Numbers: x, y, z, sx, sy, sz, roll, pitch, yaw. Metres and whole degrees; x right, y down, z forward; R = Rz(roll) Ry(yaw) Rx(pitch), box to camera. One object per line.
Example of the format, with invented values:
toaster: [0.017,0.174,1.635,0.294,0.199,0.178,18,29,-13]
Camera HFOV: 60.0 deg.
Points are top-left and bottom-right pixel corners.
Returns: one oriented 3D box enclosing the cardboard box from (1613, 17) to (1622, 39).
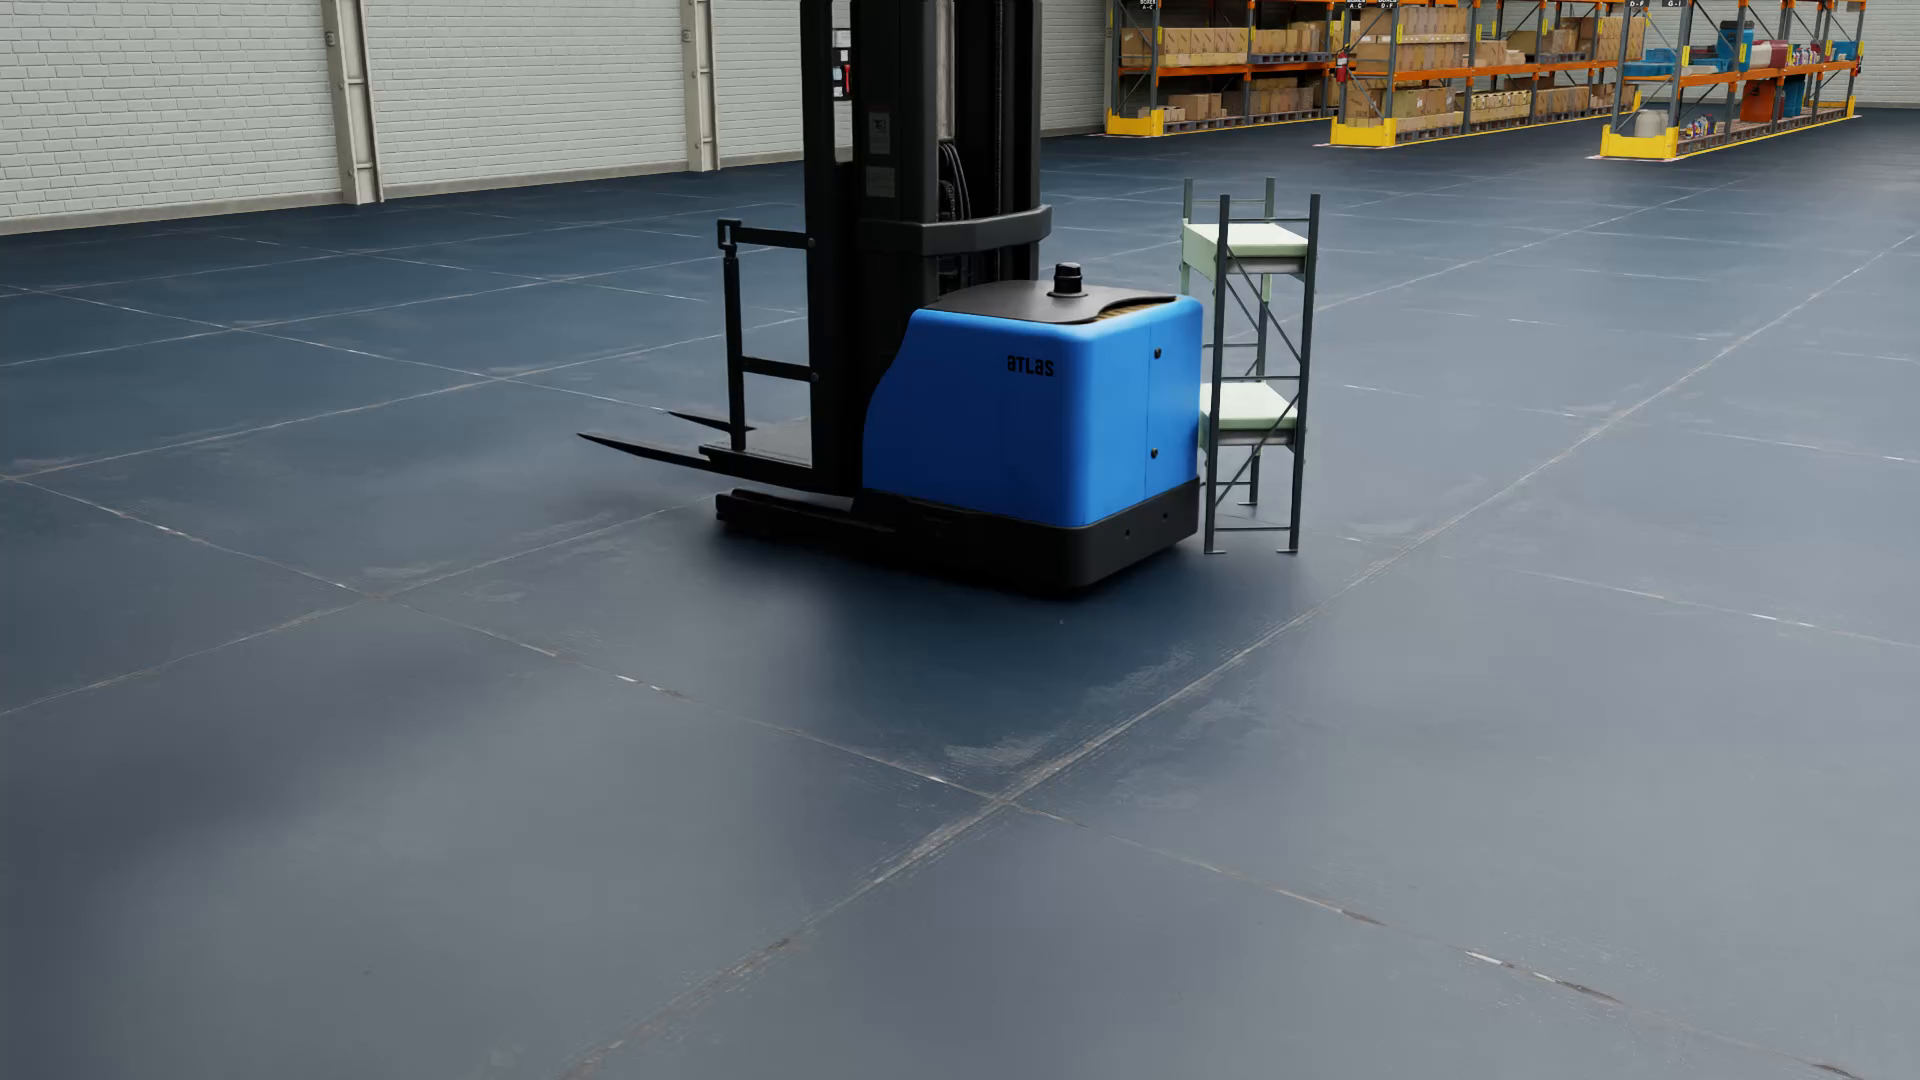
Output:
cardboard box: [15.750,-12.464,40.468,0.500,0.500,0.500,12,21,33]

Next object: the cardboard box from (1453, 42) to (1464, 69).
cardboard box: [9.604,-9.667,33.145,0.700,0.500,0.500,12,21,33]

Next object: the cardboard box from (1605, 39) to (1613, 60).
cardboard box: [15.455,-11.875,40.255,0.500,0.500,0.500,13,21,36]

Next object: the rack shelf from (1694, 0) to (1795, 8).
rack shelf: [15.030,-10.415,31.878,1.077,0.370,4.000,12,21,35]

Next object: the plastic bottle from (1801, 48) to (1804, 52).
plastic bottle: [18.205,-10.480,36.017,0.144,0.351,0.185,12,21,35]

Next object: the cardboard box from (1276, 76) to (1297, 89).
cardboard box: [7.489,-10.622,38.599,0.500,0.250,0.500,13,21,36]

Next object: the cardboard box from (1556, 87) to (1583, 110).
cardboard box: [14.264,-10.363,39.029,0.500,0.500,0.500,13,21,35]

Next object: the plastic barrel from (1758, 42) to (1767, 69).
plastic barrel: [15.530,-9.472,32.500,0.421,0.512,0.421,0,17,0]

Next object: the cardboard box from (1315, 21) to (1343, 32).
cardboard box: [8.760,-12.180,39.438,0.500,0.250,0.500,13,22,36]

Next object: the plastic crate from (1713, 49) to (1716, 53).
plastic crate: [14.246,-9.159,31.708,0.392,0.384,0.575,12,21,35]

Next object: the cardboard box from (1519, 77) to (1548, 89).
cardboard box: [13.251,-10.576,38.450,0.500,0.250,0.500,12,21,34]

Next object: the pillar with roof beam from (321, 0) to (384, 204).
pillar with roof beam: [-4.046,-7.784,17.136,9.100,9.000,0.400,12,21,35]

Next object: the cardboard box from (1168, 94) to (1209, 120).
cardboard box: [4.800,-9.114,35.008,0.700,0.500,0.500,11,20,31]

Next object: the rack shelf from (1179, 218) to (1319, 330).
rack shelf: [1.213,-1.144,7.083,0.431,0.370,0.720,-1,17,-4]

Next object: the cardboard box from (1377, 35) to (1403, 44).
cardboard box: [7.886,-9.186,30.504,0.380,0.149,0.250,12,21,34]

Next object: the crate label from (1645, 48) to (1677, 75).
crate label: [12.335,-8.400,29.175,0.502,0.435,0.616,12,21,35]

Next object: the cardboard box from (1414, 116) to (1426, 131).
cardboard box: [8.571,-7.987,31.835,0.500,0.250,0.500,12,21,35]

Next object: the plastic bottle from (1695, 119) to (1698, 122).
plastic bottle: [13.282,-7.447,30.006,0.061,0.283,0.133,12,21,35]

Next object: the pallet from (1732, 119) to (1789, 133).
pallet: [16.658,-8.666,34.792,1.003,0.211,1.213,12,21,35]

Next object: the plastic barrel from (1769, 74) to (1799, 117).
plastic barrel: [17.846,-9.658,36.117,0.600,0.901,0.708,12,21,35]

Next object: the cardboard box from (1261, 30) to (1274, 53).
cardboard box: [6.552,-11.105,37.035,0.700,0.500,0.500,15,23,40]

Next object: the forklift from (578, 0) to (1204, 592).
forklift: [-0.466,-1.524,7.211,3.031,2.935,1.130,12,21,34]

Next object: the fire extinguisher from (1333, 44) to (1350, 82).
fire extinguisher: [7.036,-8.790,30.621,0.296,0.674,0.183,12,21,35]

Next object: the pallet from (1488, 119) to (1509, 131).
pallet: [10.997,-8.868,35.445,1.003,0.211,1.213,12,21,35]

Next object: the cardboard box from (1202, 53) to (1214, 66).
cardboard box: [4.954,-10.012,34.645,0.500,0.250,0.500,13,21,35]

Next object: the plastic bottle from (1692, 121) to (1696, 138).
plastic bottle: [12.935,-7.237,29.329,0.061,0.283,0.133,13,21,36]

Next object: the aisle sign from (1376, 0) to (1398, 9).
aisle sign: [7.686,-9.945,29.826,0.394,0.787,0.004,12,21,35]

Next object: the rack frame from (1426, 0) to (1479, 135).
rack frame: [9.863,-9.726,33.504,1.000,3.000,0.127,12,21,35]

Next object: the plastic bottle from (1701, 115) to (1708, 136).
plastic bottle: [13.380,-7.467,29.957,0.144,0.351,0.185,12,21,34]

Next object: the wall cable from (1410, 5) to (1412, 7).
wall cable: [13.036,-14.415,46.893,0.084,1.984,1.851,12,21,35]

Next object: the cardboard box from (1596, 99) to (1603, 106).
cardboard box: [15.561,-10.758,40.863,0.380,0.166,0.250,12,21,35]

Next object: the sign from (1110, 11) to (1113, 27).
sign: [3.065,-10.454,33.365,0.100,0.325,0.005,12,21,35]

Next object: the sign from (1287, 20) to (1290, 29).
sign: [7.818,-12.203,39.529,0.100,0.325,0.005,12,21,35]

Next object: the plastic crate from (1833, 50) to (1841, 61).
plastic crate: [19.971,-11.122,38.181,0.416,0.233,0.300,12,21,35]

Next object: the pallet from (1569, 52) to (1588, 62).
pallet: [14.066,-11.368,39.118,1.003,0.211,1.213,12,21,35]

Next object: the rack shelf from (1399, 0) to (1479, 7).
rack shelf: [8.671,-10.338,31.632,1.077,0.370,4.000,12,21,35]

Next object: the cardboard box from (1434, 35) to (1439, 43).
cardboard box: [8.959,-9.615,31.884,0.380,0.149,0.250,13,22,36]

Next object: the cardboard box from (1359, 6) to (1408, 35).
cardboard box: [7.799,-9.562,30.620,0.700,0.500,0.500,13,21,35]

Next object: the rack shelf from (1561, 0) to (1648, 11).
rack shelf: [15.821,-13.196,40.836,1.077,0.370,4.000,12,21,35]

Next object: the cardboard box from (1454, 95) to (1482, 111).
cardboard box: [10.309,-8.935,33.942,0.500,0.311,0.500,13,21,35]

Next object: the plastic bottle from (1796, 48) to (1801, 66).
plastic bottle: [17.664,-10.192,35.090,0.144,0.351,0.185,12,21,35]

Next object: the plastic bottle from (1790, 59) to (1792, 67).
plastic bottle: [17.186,-9.918,34.458,0.097,0.201,0.097,0,17,0]

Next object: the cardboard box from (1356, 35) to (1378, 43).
cardboard box: [7.554,-9.255,30.727,0.380,0.149,0.250,12,21,34]

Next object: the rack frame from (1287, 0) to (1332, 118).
rack frame: [8.266,-11.553,39.388,1.000,3.000,0.127,12,21,35]

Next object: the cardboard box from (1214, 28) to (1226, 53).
cardboard box: [5.247,-10.491,34.923,0.500,0.500,0.500,12,21,33]

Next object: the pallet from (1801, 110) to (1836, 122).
pallet: [19.739,-9.897,38.758,1.003,0.211,1.213,12,21,35]

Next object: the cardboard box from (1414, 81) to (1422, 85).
cardboard box: [11.786,-11.913,44.055,0.700,0.500,0.500,13,21,36]

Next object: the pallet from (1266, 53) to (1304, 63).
pallet: [7.119,-10.982,37.875,1.003,0.211,1.213,12,21,35]

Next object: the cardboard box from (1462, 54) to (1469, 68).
cardboard box: [10.121,-9.779,33.929,0.500,0.250,0.500,14,22,38]

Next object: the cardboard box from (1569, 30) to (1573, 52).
cardboard box: [13.809,-11.631,38.763,0.500,0.500,0.700,-16,23,-42]

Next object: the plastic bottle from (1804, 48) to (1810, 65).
plastic bottle: [18.210,-10.410,35.793,0.144,0.351,0.185,12,21,35]

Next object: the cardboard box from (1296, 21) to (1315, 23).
cardboard box: [8.328,-12.264,39.710,0.500,0.250,0.500,13,22,36]

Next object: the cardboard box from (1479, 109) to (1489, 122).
cardboard box: [10.608,-8.787,34.409,0.500,0.250,0.500,13,22,36]

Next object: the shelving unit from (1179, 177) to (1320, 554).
shelving unit: [1.213,-0.771,7.199,0.431,1.500,0.755,-1,17,-4]

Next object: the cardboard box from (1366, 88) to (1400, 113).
cardboard box: [8.144,-8.439,32.026,0.500,0.500,0.500,12,21,35]

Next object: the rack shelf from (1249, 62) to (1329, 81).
rack shelf: [7.074,-10.733,37.961,1.077,0.370,4.000,12,21,35]
